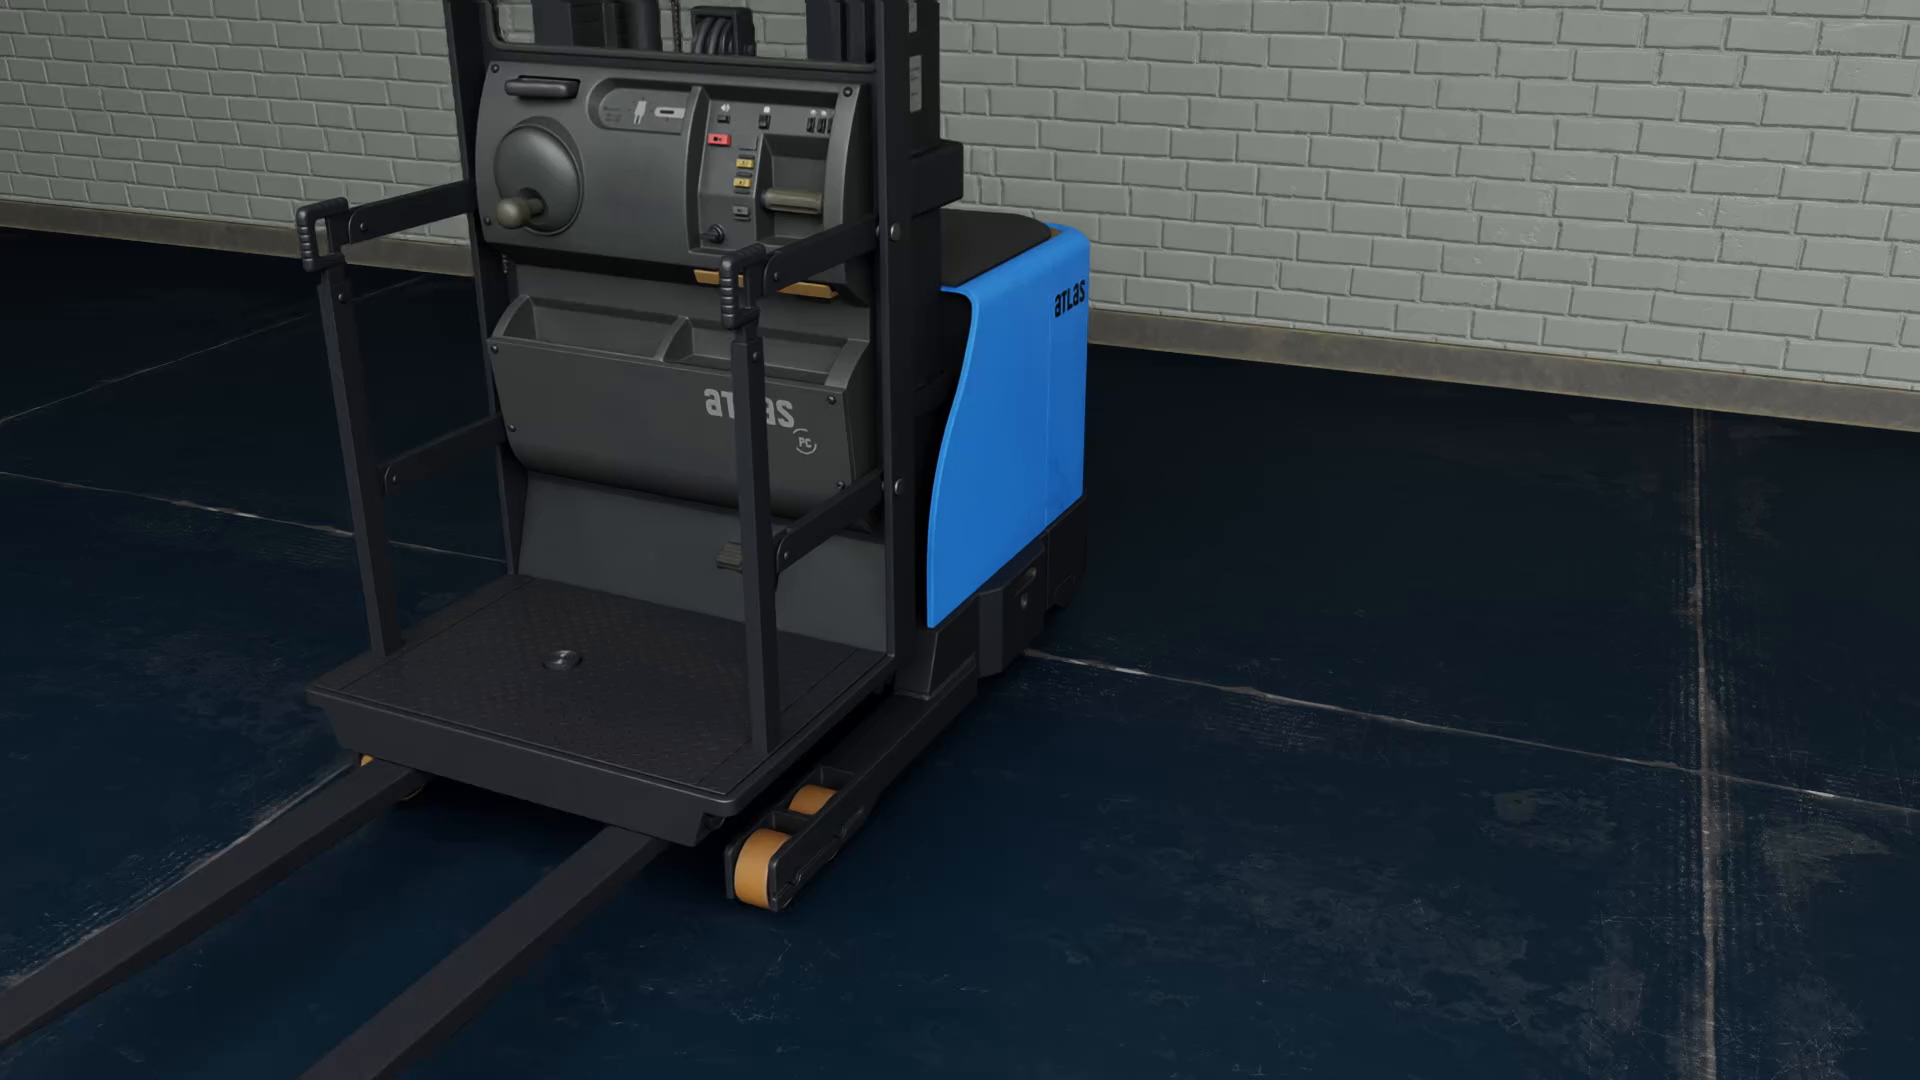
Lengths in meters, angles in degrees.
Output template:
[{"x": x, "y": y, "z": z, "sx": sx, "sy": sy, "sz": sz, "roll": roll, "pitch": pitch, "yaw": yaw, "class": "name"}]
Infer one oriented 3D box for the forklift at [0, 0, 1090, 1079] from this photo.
[{"x": -0.720, "y": -0.781, "z": 3.318, "sx": 1.130, "sy": 2.935, "sz": 3.031, "roll": 10, "pitch": 25, "yaw": 23, "class": "forklift"}]
